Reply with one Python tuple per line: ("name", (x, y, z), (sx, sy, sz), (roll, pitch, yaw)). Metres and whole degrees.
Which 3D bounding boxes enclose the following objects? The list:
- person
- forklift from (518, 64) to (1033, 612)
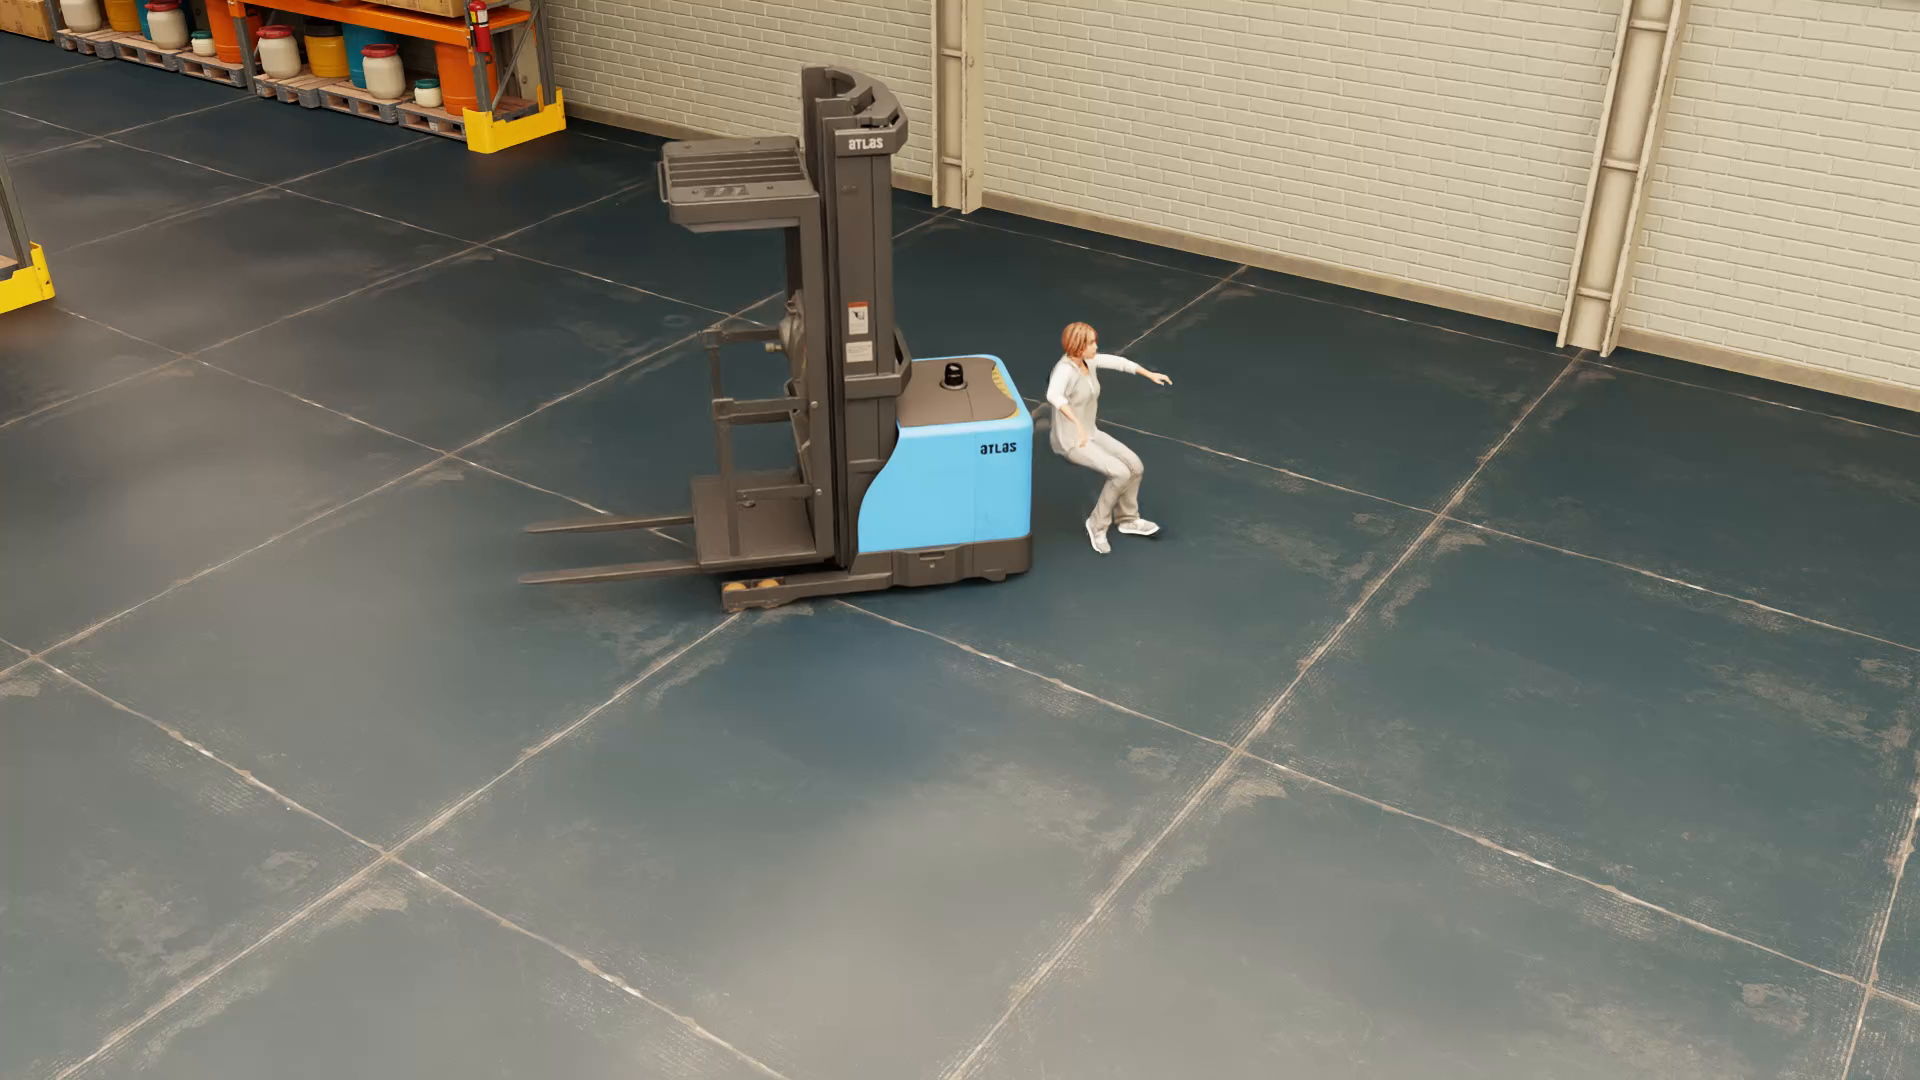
("person", (0.888, -0.620, 10.220), (0.713, 1.408, 0.913), (12, 32, 19))
("forklift", (-1.133, -1.134, 9.534), (3.031, 2.935, 1.130), (-5, 31, -9))
